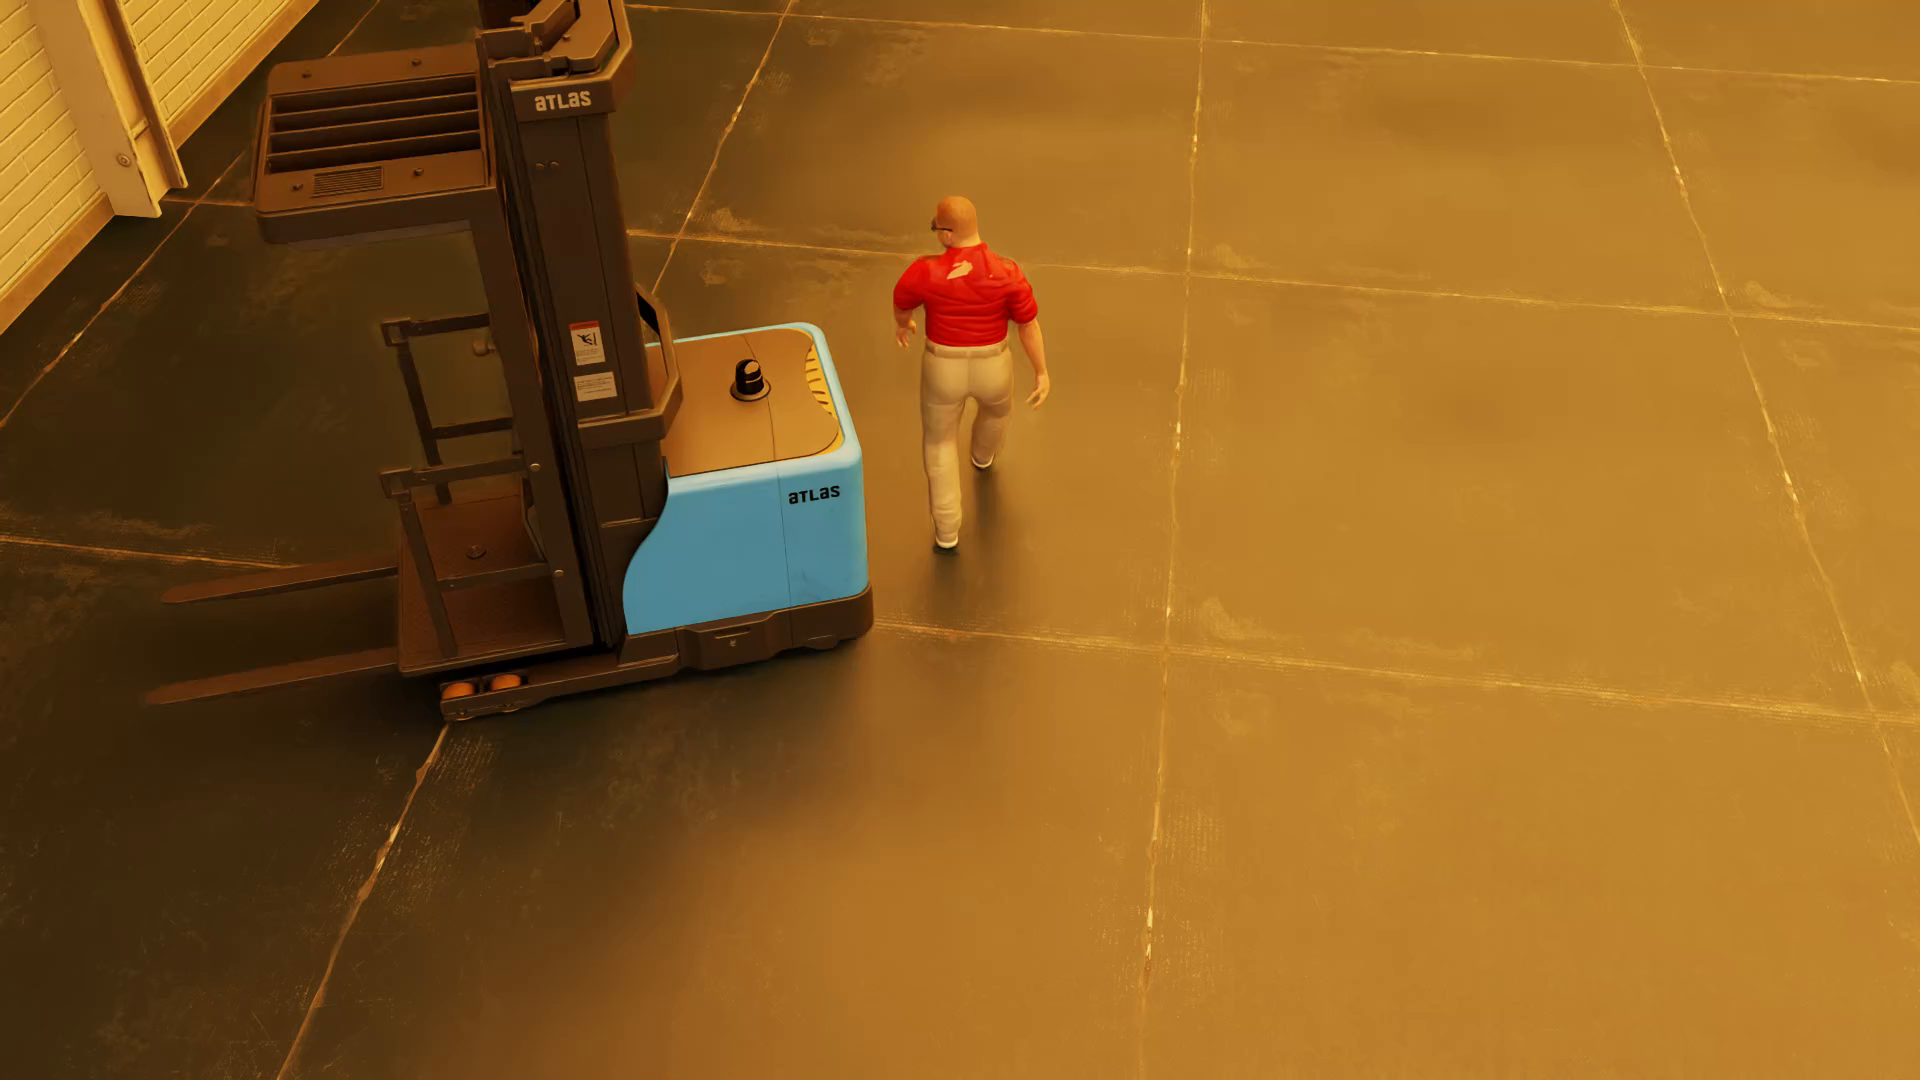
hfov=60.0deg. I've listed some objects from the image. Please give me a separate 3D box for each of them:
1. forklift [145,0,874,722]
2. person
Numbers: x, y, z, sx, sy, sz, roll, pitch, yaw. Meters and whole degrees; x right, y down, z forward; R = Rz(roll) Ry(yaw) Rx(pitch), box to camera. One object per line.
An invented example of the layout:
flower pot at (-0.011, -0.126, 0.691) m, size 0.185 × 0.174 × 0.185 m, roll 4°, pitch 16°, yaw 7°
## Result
forklift at (-1.958, -0.710, 6.498) m, size 3.031 × 2.935 × 1.130 m, roll -10°, pitch 43°, yaw -10°
person at (0.048, -0.869, 7.601) m, size 0.692 × 1.679 × 0.891 m, roll -3°, pitch 43°, yaw -3°
